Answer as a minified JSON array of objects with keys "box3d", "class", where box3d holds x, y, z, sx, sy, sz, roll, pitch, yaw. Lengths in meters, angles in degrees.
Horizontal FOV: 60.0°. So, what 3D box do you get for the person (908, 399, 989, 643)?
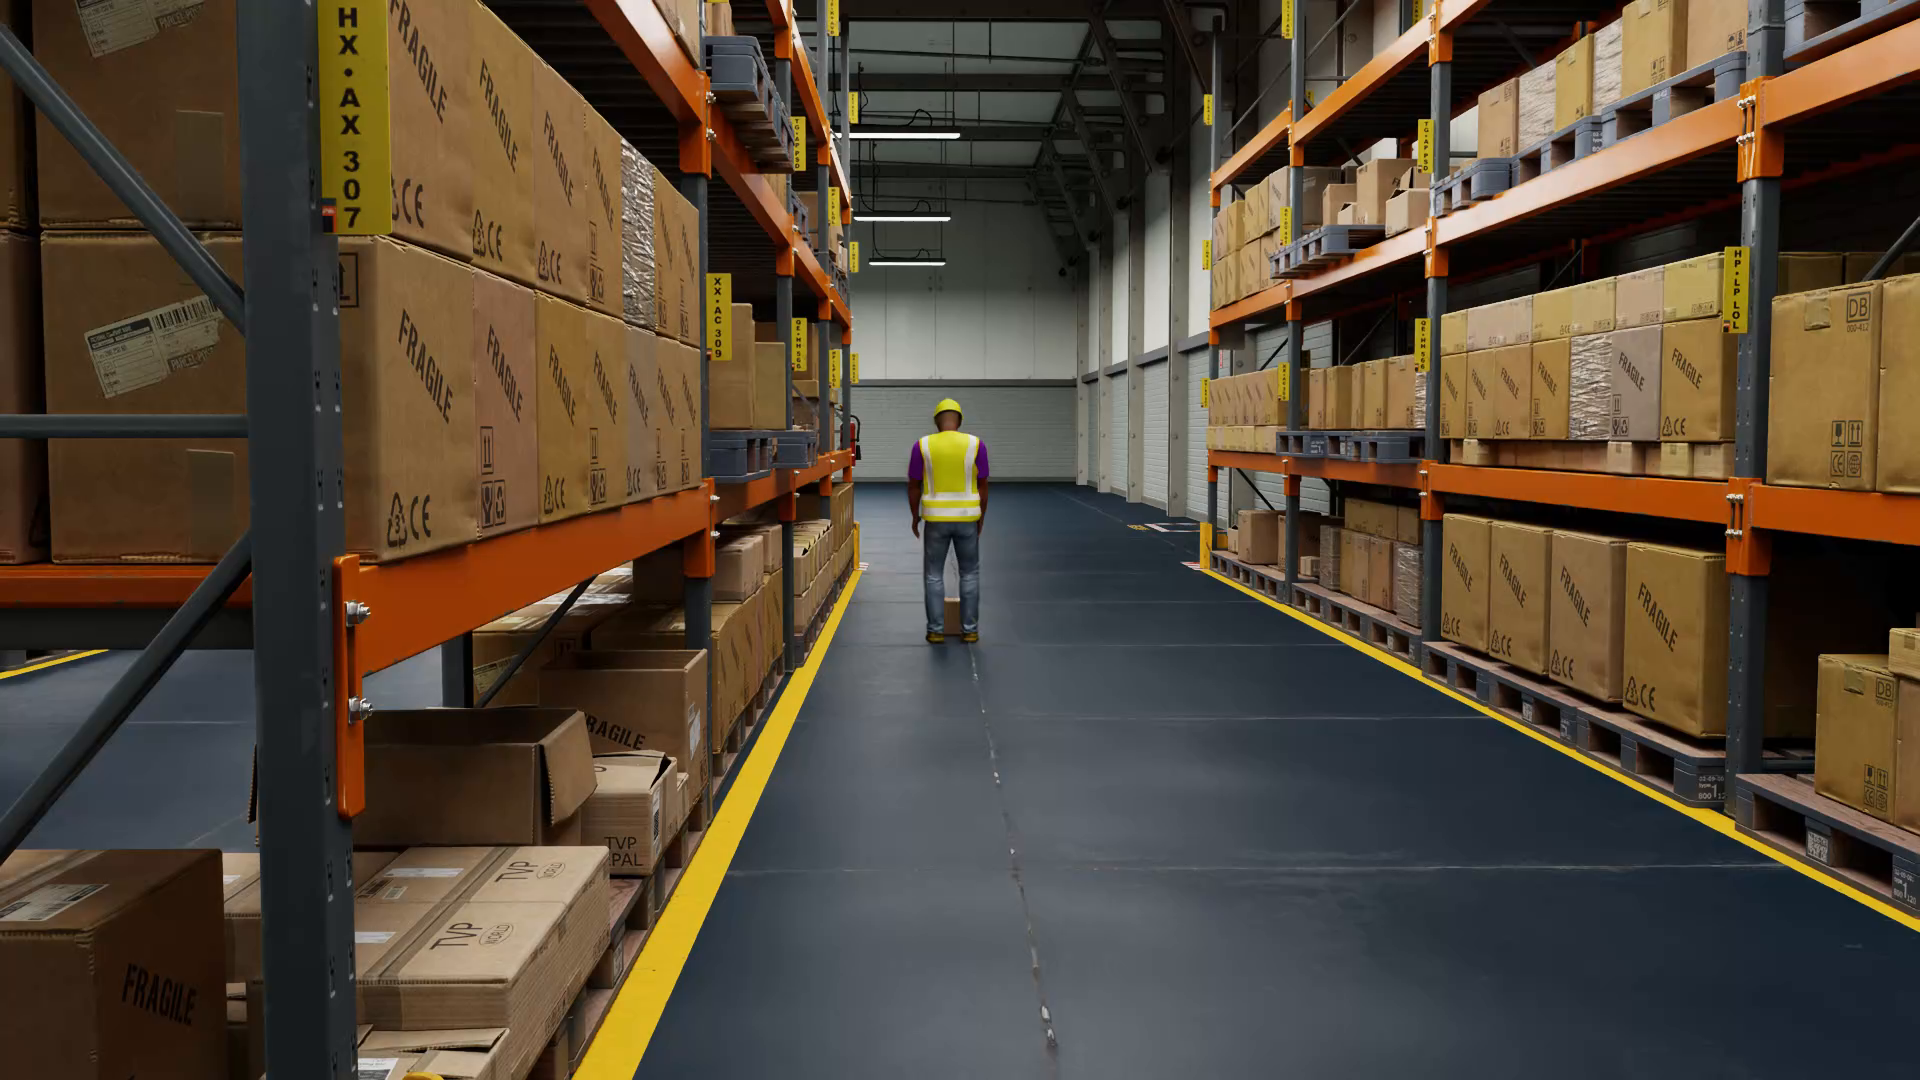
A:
[{"box3d":[-0.083,-0.140,11.946,0.581,1.738,0.409,0,4,0],"class":"person"}]
